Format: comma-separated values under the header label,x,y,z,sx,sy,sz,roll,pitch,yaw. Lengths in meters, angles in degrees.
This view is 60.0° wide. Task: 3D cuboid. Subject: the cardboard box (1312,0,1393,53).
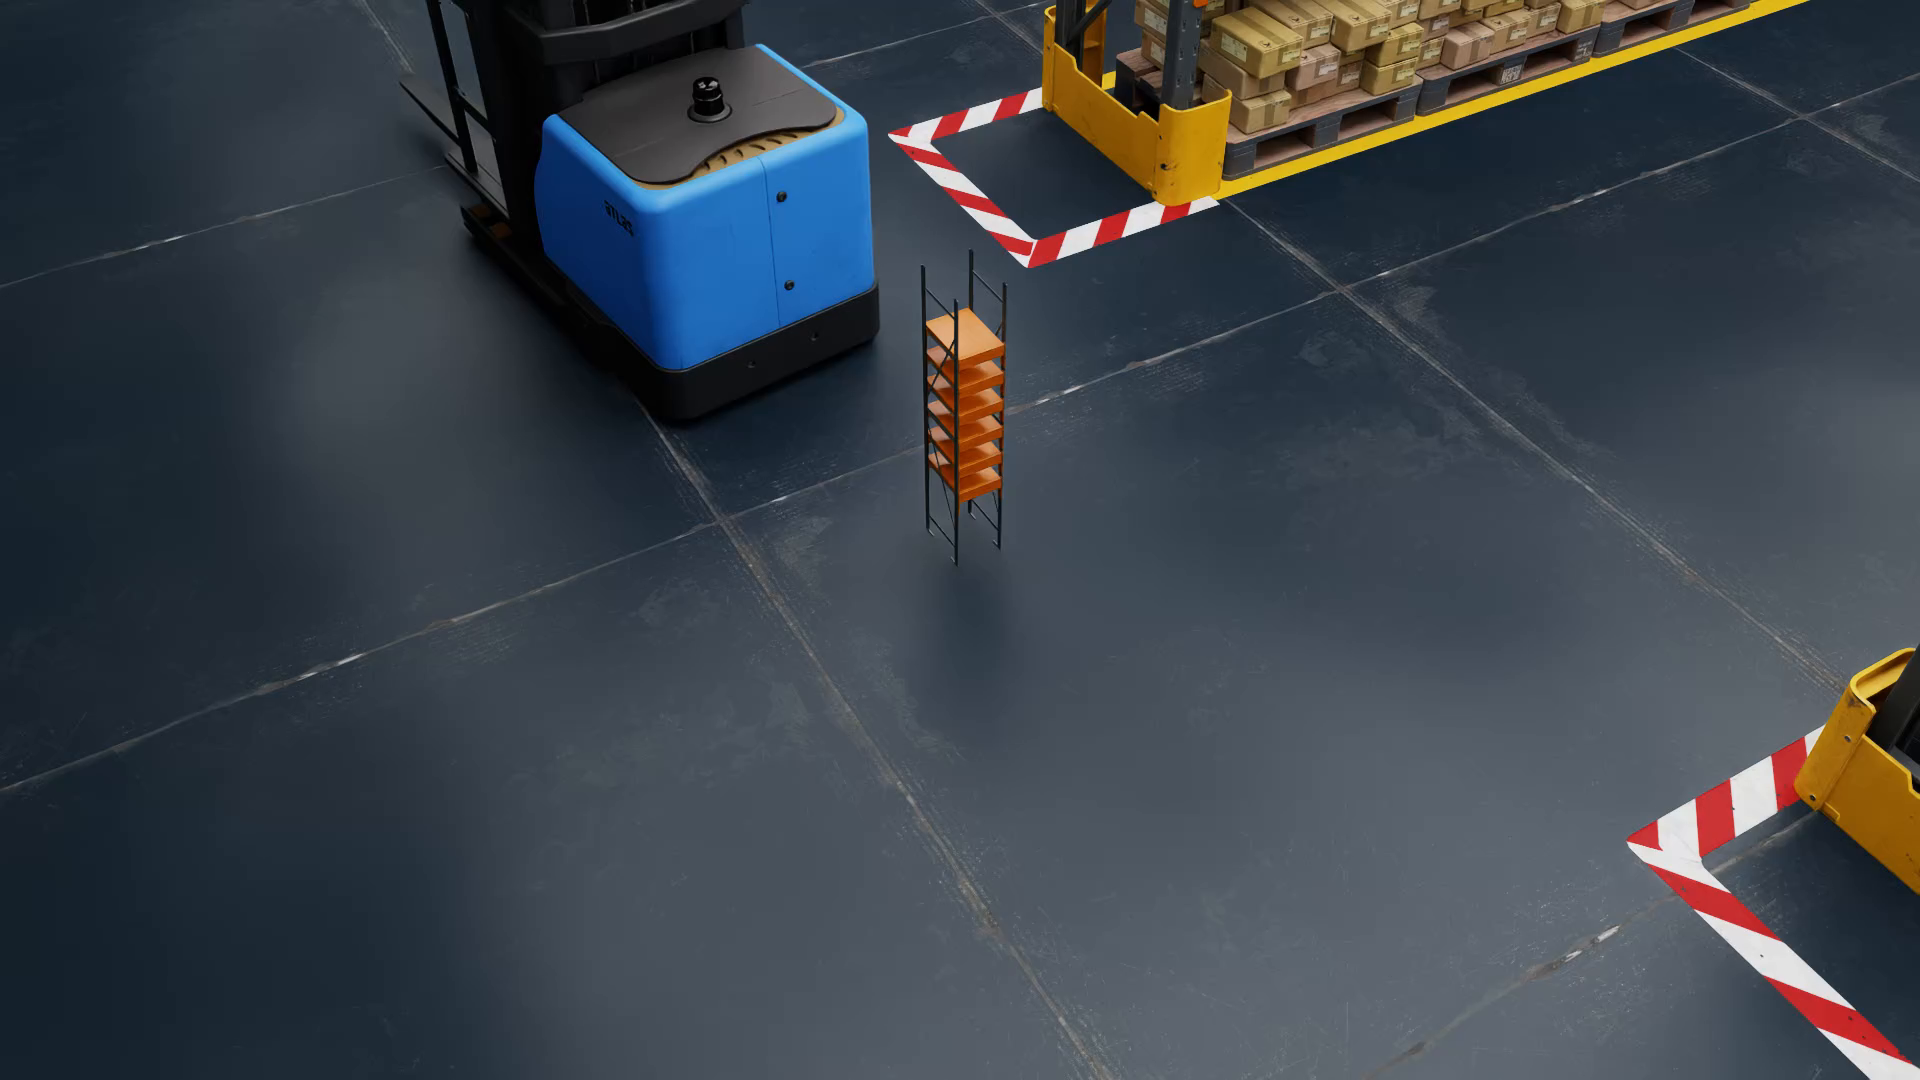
label,x,y,z,sx,sy,sz,roll,pitch,yaw
cardboard box,1.854,-2.520,8.012,0.250,0.149,0.380,-22,48,-21

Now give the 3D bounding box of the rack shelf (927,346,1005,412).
label,x,y,z,sx,sy,sz,roll,pitch,yaw
rack shelf,0.013,-0.576,5.701,0.180,0.103,0.258,-22,48,-21

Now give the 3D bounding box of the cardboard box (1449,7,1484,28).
label,x,y,z,sx,sy,sz,roll,pitch,yaw
cardboard box,2.459,-2.777,8.489,0.250,0.149,0.380,-19,47,-19

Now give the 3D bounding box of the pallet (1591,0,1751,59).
label,x,y,z,sx,sy,sz,roll,pitch,yaw
pallet,3.673,-3.157,9.352,1.213,0.211,1.003,-22,48,-21

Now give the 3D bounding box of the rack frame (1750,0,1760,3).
label,x,y,z,sx,sy,sz,roll,pitch,yaw
rack frame,4.238,-4.412,8.642,0.127,3.000,1.000,-22,48,-21

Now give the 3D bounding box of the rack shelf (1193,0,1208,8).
label,x,y,z,sx,sy,sz,roll,pitch,yaw
rack shelf,2.504,-3.460,8.178,4.000,0.370,1.077,-22,48,-21

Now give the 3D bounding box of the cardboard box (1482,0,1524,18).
label,x,y,z,sx,sy,sz,roll,pitch,yaw
cardboard box,2.698,-2.865,8.580,0.250,0.149,0.380,-20,47,-19

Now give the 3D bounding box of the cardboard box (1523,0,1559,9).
label,x,y,z,sx,sy,sz,roll,pitch,yaw
cardboard box,2.951,-2.931,8.649,0.250,0.149,0.380,-24,49,-23

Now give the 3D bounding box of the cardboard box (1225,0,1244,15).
label,x,y,z,sx,sy,sz,roll,pitch,yaw
cardboard box,1.349,-2.755,8.253,0.250,0.149,0.380,-21,48,-20

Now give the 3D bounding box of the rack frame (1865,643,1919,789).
label,x,y,z,sx,sy,sz,roll,pitch,yaw
rack frame,3.153,0.006,4.090,0.127,3.000,1.000,-22,48,-21

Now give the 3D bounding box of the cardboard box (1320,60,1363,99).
label,x,y,z,sx,sy,sz,roll,pitch,yaw
cardboard box,1.781,-2.371,8.285,0.250,0.149,0.380,-21,48,-21

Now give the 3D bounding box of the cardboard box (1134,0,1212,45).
label,x,y,z,sx,sy,sz,roll,pitch,yaw
cardboard box,1.085,-2.614,8.322,0.250,0.149,0.380,-23,49,-22

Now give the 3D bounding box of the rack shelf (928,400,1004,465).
label,x,y,z,sx,sy,sz,roll,pitch,yaw
rack shelf,0.013,-0.404,5.868,0.180,0.103,0.258,-22,48,-21

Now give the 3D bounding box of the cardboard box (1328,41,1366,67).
label,x,y,z,sx,sy,sz,roll,pitch,yaw
cardboard box,1.785,-2.485,8.188,0.250,0.149,0.380,-21,48,-20

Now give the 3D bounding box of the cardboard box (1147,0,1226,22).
label,x,y,z,sx,sy,sz,roll,pitch,yaw
cardboard box,1.102,-2.702,8.199,0.250,0.149,0.380,-21,48,-20

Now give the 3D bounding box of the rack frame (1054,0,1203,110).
label,x,y,z,sx,sy,sz,roll,pitch,yaw
rack frame,0.769,-3.024,7.212,0.127,3.000,1.000,-22,48,-21

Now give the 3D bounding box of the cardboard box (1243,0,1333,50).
label,x,y,z,sx,sy,sz,roll,pitch,yaw
cardboard box,1.572,-2.510,8.001,0.250,0.149,0.380,-21,48,-20

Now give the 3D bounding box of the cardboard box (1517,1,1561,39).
label,x,y,z,sx,sy,sz,roll,pitch,yaw
cardboard box,2.910,-2.789,8.715,0.250,0.149,0.380,-21,48,-20

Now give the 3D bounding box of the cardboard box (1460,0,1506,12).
label,x,y,z,sx,sy,sz,roll,pitch,yaw
cardboard box,2.524,-2.811,8.311,0.250,0.149,0.380,-21,48,-20

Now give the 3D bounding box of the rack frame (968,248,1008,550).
label,x,y,z,sx,sy,sz,roll,pitch,yaw
rack frame,0.092,-0.467,5.870,0.006,1.200,0.240,-22,48,-21

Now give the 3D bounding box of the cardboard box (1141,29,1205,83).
label,x,y,z,sx,sy,sz,roll,pitch,yaw
cardboard box,1.122,-2.461,8.377,0.250,0.149,0.380,-21,48,-20

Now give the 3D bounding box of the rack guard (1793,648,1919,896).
label,x,y,z,sx,sy,sz,roll,pitch,yaw
rack guard,3.132,0.911,4.952,0.348,0.500,1.175,-22,48,-21

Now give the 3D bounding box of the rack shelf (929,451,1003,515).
label,x,y,z,sx,sy,sz,roll,pitch,yaw
rack shelf,0.013,-0.231,6.035,0.180,0.103,0.258,-22,48,-21

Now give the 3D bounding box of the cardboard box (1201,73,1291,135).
label,x,y,z,sx,sy,sz,roll,pitch,yaw
cardboard box,1.383,-2.140,8.047,0.250,0.149,0.380,-21,48,-20

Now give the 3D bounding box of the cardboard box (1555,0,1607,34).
label,x,y,z,sx,sy,sz,roll,pitch,yaw
cardboard box,3.170,-2.839,8.767,0.250,0.149,0.380,-22,48,-21

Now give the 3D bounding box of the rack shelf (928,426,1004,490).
label,x,y,z,sx,sy,sz,roll,pitch,yaw
rack shelf,0.013,-0.318,5.952,0.180,0.103,0.258,-22,48,-21

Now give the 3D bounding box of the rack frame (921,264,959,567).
label,x,y,z,sx,sy,sz,roll,pitch,yaw
rack frame,-0.067,-0.404,5.805,0.006,1.200,0.240,-22,48,-21

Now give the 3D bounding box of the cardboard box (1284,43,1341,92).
label,x,y,z,sx,sy,sz,roll,pitch,yaw
cardboard box,1.617,-2.346,8.046,0.250,0.149,0.380,-22,48,-21

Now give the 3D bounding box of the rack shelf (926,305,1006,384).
label,x,y,z,sx,sy,sz,roll,pitch,yaw
rack shelf,0.013,-0.662,5.618,0.180,0.103,0.258,-22,48,-21

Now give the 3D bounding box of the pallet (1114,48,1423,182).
label,x,y,z,sx,sy,sz,roll,pitch,yaw
pallet,1.557,-2.311,8.479,1.213,0.211,1.003,-22,48,-21

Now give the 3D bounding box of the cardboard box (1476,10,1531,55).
label,x,y,z,sx,sy,sz,roll,pitch,yaw
cardboard box,2.718,-2.685,8.609,0.250,0.149,0.380,-22,48,-21

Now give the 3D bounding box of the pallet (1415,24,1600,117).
label,x,y,z,sx,sy,sz,roll,pitch,yaw
pallet,2.614,-2.731,8.912,1.213,0.211,1.003,-22,48,-21

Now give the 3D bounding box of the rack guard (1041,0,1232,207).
label,x,y,z,sx,sy,sz,roll,pitch,yaw
rack guard,0.835,-2.154,8.110,0.348,0.500,1.175,-22,48,-21

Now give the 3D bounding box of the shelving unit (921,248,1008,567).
label,x,y,z,sx,sy,sz,roll,pitch,yaw
shelving unit,0.013,-0.436,5.837,0.189,1.200,0.258,-22,48,-21

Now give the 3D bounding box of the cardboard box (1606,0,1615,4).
label,x,y,z,sx,sy,sz,roll,pitch,yaw
cardboard box,3.315,-3.010,8.943,0.250,0.149,0.380,-23,49,-22

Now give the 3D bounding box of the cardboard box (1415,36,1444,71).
label,x,y,z,sx,sy,sz,roll,pitch,yaw
cardboard box,2.231,-2.540,8.458,0.250,0.149,0.380,-22,48,-21

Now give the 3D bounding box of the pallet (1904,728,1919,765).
label,x,y,z,sx,sy,sz,roll,pitch,yaw
pallet,3.807,0.682,5.396,1.213,0.211,1.003,-22,48,-21

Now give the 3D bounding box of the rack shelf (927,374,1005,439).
label,x,y,z,sx,sy,sz,roll,pitch,yaw
rack shelf,0.013,-0.490,5.785,0.180,0.103,0.258,-22,48,-21

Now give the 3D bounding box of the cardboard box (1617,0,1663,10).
label,x,y,z,sx,sy,sz,roll,pitch,yaw
cardboard box,3.603,-3.028,8.961,0.250,0.149,0.380,-23,49,-22

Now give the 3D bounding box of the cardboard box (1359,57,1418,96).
label,x,y,z,sx,sy,sz,roll,pitch,yaw
cardboard box,2.058,-2.394,8.308,0.250,0.149,0.380,-21,48,-20

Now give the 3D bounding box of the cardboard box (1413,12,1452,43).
label,x,y,z,sx,sy,sz,roll,pitch,yaw
cardboard box,2.245,-2.658,8.367,0.250,0.149,0.380,-24,49,-23

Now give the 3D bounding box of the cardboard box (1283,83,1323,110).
label,x,y,z,sx,sy,sz,roll,pitch,yaw
cardboard box,1.569,-2.281,8.192,0.250,0.149,0.380,-22,48,-21

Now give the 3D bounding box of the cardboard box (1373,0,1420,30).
label,x,y,z,sx,sy,sz,roll,pitch,yaw
cardboard box,2.028,-2.656,8.152,0.250,0.149,0.380,-24,49,-23

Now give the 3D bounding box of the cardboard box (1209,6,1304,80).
label,x,y,z,sx,sy,sz,roll,pitch,yaw
cardboard box,1.393,-2.342,7.828,0.250,0.149,0.380,-24,49,-23

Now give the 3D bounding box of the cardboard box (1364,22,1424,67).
label,x,y,z,sx,sy,sz,roll,pitch,yaw
cardboard box,2.062,-2.508,8.213,0.250,0.149,0.380,-20,48,-20

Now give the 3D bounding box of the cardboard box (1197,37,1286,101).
label,x,y,z,sx,sy,sz,roll,pitch,yaw
cardboard box,1.352,-2.285,7.983,0.250,0.149,0.380,-20,48,-19

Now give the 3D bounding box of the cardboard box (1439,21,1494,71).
label,x,y,z,sx,sy,sz,roll,pitch,yaw
cardboard box,2.491,-2.573,8.493,0.250,0.149,0.380,-24,49,-23

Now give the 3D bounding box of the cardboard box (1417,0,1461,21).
label,x,y,z,sx,sy,sz,roll,pitch,yaw
cardboard box,2.273,-2.747,8.245,0.250,0.149,0.380,-20,48,-19

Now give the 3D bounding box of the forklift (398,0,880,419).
label,x,y,z,sx,sy,sz,roll,pitch,yaw
forklift,-1.630,-2.512,6.734,1.130,2.935,3.031,-28,51,-26
